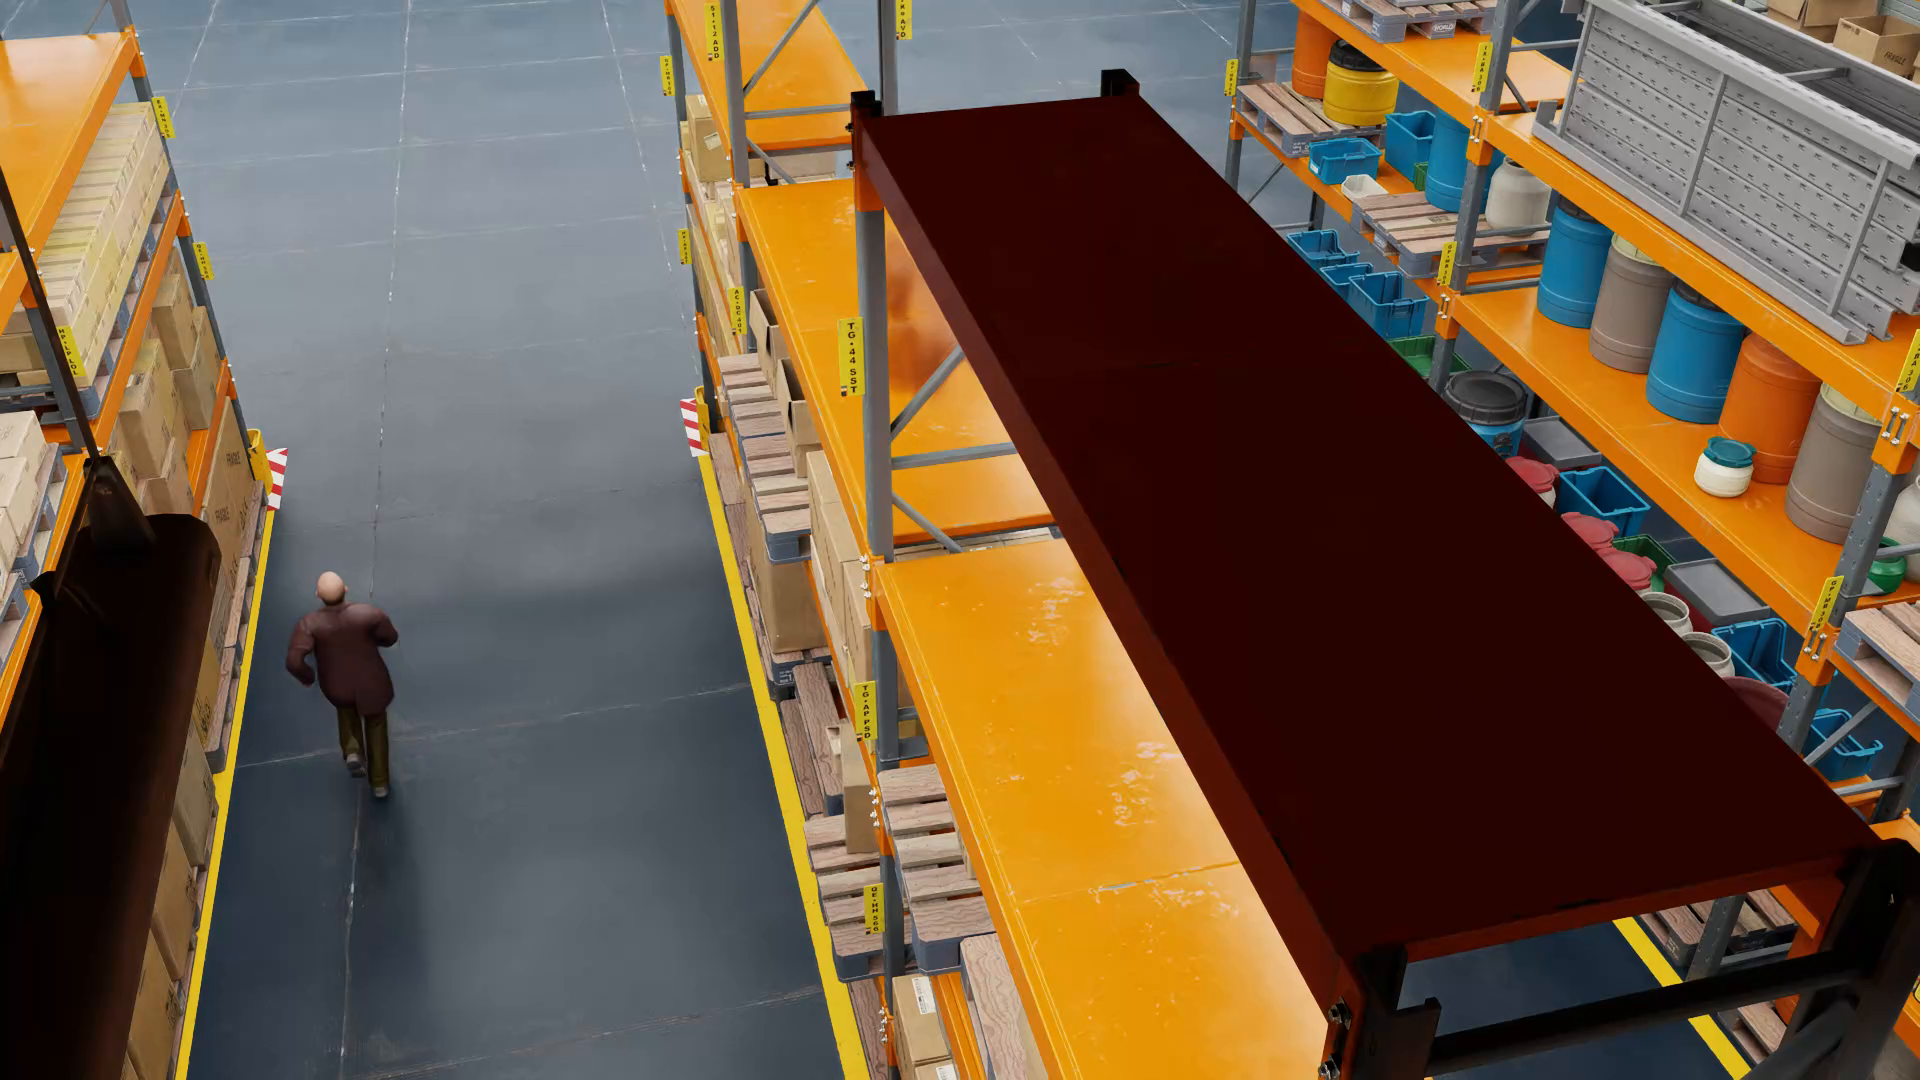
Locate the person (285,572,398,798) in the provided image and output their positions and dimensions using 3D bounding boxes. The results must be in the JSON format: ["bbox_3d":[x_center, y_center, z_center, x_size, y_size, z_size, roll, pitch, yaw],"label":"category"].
[{"bbox_3d":[-4.101,0.940,11.244,0.690,1.657,0.670,-9,36,-13],"label":"person"}]
